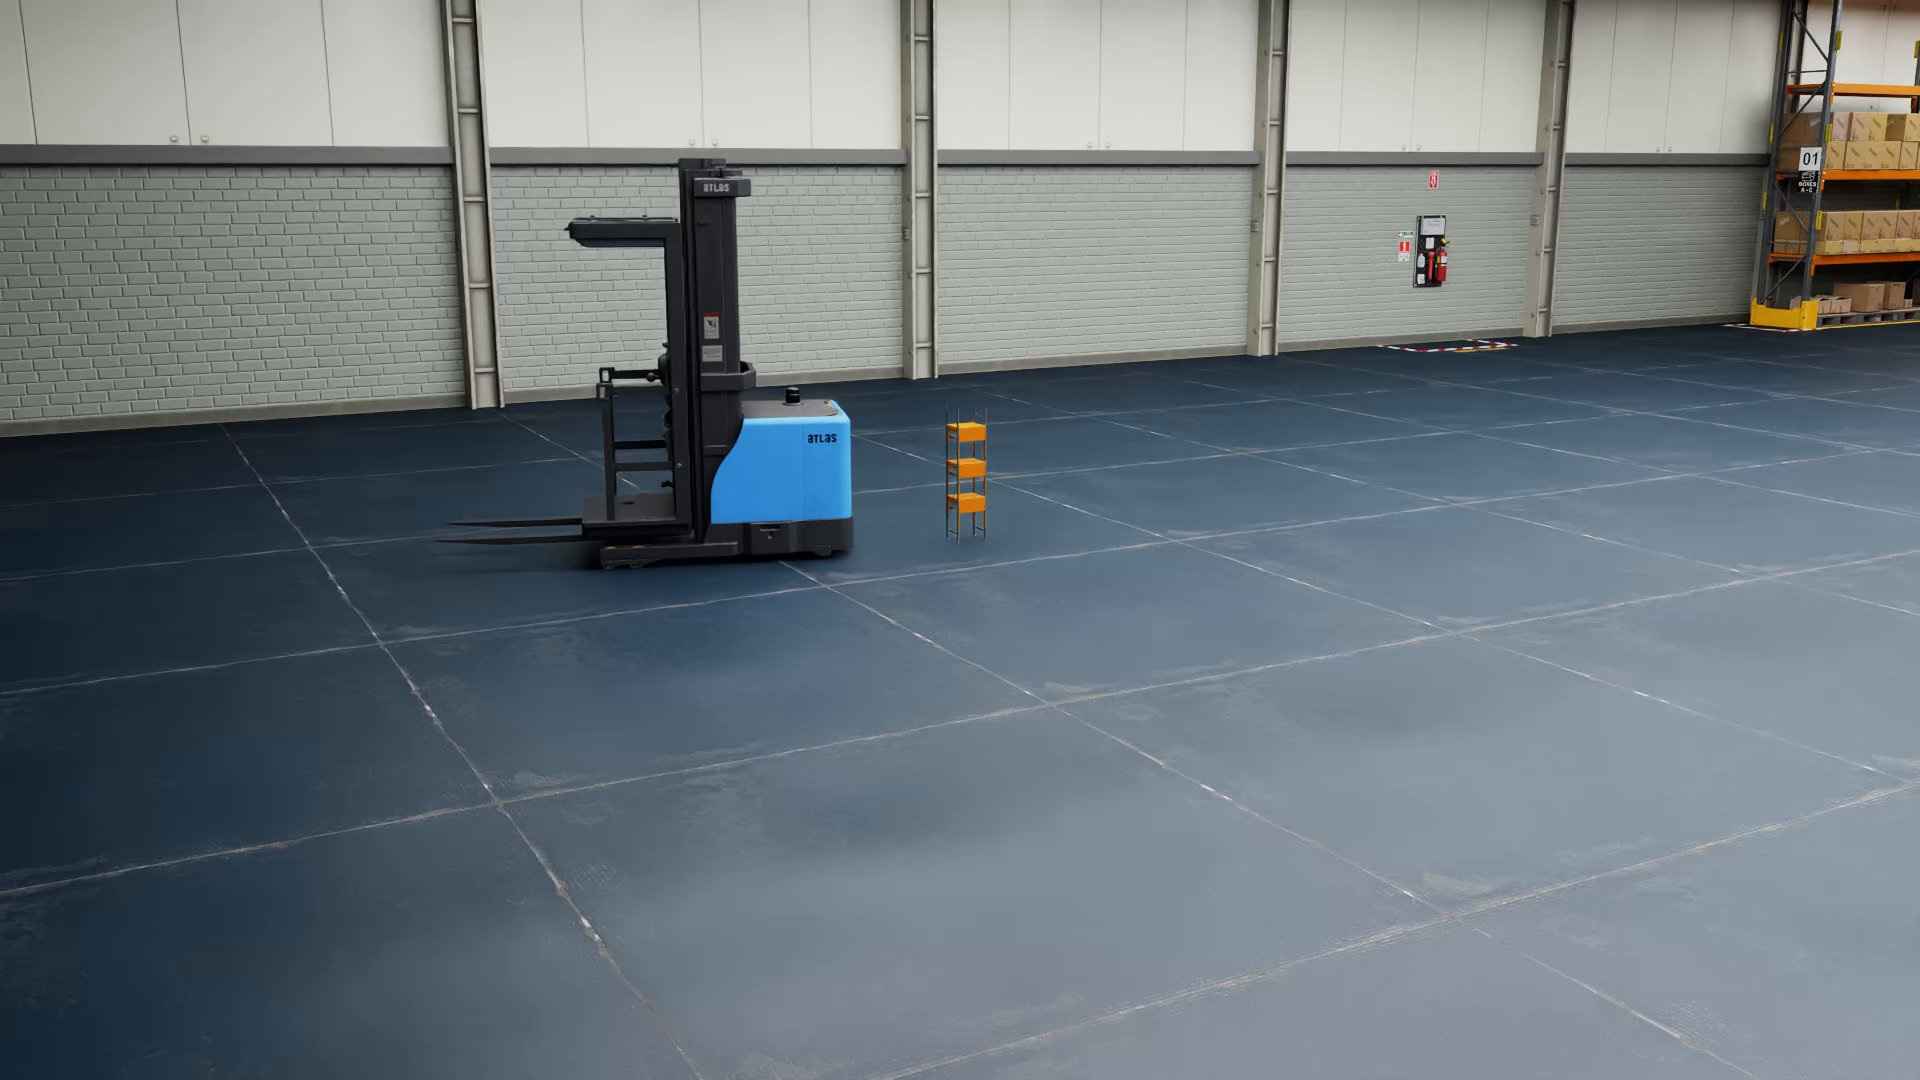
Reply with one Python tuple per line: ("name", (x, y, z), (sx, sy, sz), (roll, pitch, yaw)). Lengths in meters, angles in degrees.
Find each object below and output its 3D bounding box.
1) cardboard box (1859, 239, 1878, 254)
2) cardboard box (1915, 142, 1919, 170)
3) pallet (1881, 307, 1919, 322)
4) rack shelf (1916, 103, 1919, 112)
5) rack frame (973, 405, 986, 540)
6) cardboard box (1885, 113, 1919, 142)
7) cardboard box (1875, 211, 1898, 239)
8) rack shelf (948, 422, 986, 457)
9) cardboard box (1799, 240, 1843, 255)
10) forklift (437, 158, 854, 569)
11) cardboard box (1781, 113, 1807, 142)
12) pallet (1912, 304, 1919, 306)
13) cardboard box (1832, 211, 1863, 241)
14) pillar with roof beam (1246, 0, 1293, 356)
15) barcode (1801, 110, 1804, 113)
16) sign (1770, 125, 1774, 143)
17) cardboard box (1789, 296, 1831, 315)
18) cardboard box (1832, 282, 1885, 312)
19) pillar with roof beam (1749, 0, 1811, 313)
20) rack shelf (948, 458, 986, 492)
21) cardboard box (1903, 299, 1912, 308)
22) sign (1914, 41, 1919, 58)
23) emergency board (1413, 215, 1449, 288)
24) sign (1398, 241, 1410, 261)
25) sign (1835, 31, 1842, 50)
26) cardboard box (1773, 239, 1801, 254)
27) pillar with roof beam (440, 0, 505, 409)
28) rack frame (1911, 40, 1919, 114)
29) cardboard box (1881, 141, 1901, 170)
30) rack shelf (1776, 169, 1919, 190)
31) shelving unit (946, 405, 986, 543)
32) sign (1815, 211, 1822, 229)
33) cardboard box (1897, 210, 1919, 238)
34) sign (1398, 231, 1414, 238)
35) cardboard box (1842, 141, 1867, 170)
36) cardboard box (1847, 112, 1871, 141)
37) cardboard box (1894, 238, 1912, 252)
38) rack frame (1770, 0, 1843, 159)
("cardboard box", (16.528, -5.422, 30.665), (0.500, 0.250, 0.500), (-7, 15, -29))
("cardboard box", (17.785, -7.176, 31.060), (0.500, 0.500, 0.500), (-8, 15, -33))
("pallet", (17.987, -4.368, 32.038), (1.213, 0.211, 1.003), (-7, 14, -28))
("rack shelf", (20.315, -8.397, 32.475), (4.000, 0.370, 1.077), (-7, 14, -28))
("rack frame", (0.154, -0.531, 13.076), (0.008, 1.050, 0.200), (-7, 14, -28))
("cardboard box", (17.320, -7.594, 30.639), (0.500, 0.500, 0.500), (-7, 15, -30))
("cardboard box", (16.954, -5.840, 30.814), (0.500, 0.500, 0.500), (-6, 14, -26))
("rack shelf", (0.047, -0.784, 12.959), (0.240, 0.259, 0.215), (-7, 14, -28))
("cardboard box", (15.629, -5.312, 30.177), (0.500, 0.250, 0.500), (-7, 15, -29))
("forklift", (-2.371, -1.340, 12.389), (3.031, 2.935, 1.130), (-2, 13, -10))
("cardboard box", (15.302, -7.491, 30.180), (0.500, 0.500, 0.500), (-6, 14, -25))
("pallet", (19.242, -4.528, 32.748), (1.213, 0.211, 1.003), (-7, 14, -28))
("cardboard box", (16.050, -5.730, 30.327), (0.500, 0.500, 0.500), (-7, 14, -28))
("pillar with roof beam", (6.779, -6.460, 21.320), (0.400, 9.000, 9.100), (-7, 14, -28))
("barcode", (15.432, -7.849, 30.450), (0.075, 0.075, 0.001), (-7, 14, -28))
("sign", (14.800, -7.390, 30.264), (0.005, 0.325, 0.100), (-7, 14, -28))
("cardboard box", (15.699, -4.344, 30.700), (0.500, 0.311, 0.500), (-9, 15, -34))
("cardboard box", (16.867, -4.563, 31.245), (0.500, 0.500, 0.700), (-8, 15, -31))
("pillar with roof beam", (17.311, -7.723, 26.929), (0.400, 9.000, 9.100), (-7, 14, -28))
("rack shelf", (0.047, -0.507, 13.021), (0.240, 0.259, 0.215), (-7, 14, -28))
("cardboard box", (18.105, -4.576, 32.063), (0.250, 0.166, 0.380), (-9, 16, -35))
("sign", (18.289, -9.372, 31.770), (0.005, 0.325, 0.100), (-7, 14, -28))
("emergency board", (7.795, -4.742, 27.347), (0.643, 1.169, 0.194), (-7, 14, -28))
("sign", (7.260, -4.721, 27.173), (0.234, 0.329, 0.001), (-7, 14, -28))
("sign", (15.309, -8.702, 28.972), (0.005, 0.325, 0.100), (-7, 14, -28))
("cardboard box", (15.366, -5.408, 30.605), (0.500, 0.250, 0.500), (-7, 14, -27))
("pillar with roof beam", (-3.754, -5.198, 15.710), (0.400, 9.000, 9.100), (-7, 14, -28))
("rack frame", (18.560, -8.733, 31.418), (0.127, 3.000, 1.000), (-7, 14, -28))
("cardboard box", (16.864, -7.060, 30.541), (0.500, 0.500, 0.500), (-6, 14, -24))
("rack shelf", (16.804, -6.708, 30.891), (4.000, 0.370, 1.077), (-7, 14, -28))
("shelving unit", (0.047, -0.518, 13.019), (0.252, 1.050, 0.215), (-7, 14, -28))
("sign", (15.309, -5.703, 29.647), (0.005, 0.325, 0.100), (-7, 14, -28))
("cardboard box", (17.858, -5.946, 31.284), (0.500, 0.500, 0.500), (-7, 14, -28))
("sign", (7.269, -4.978, 27.109), (0.331, 0.109, 0.001), (-7, 14, -28))
("cardboard box", (15.951, -6.944, 30.027), (0.500, 0.500, 0.500), (-6, 14, -24))
("cardboard box", (15.968, -7.432, 29.917), (0.500, 0.500, 0.500), (-7, 14, -29))
("cardboard box", (17.414, -5.528, 31.135), (0.500, 0.250, 0.500), (-7, 14, -28))
("rack frame", (15.049, -8.312, 29.548), (0.127, 3.000, 1.000), (-7, 14, -28))
